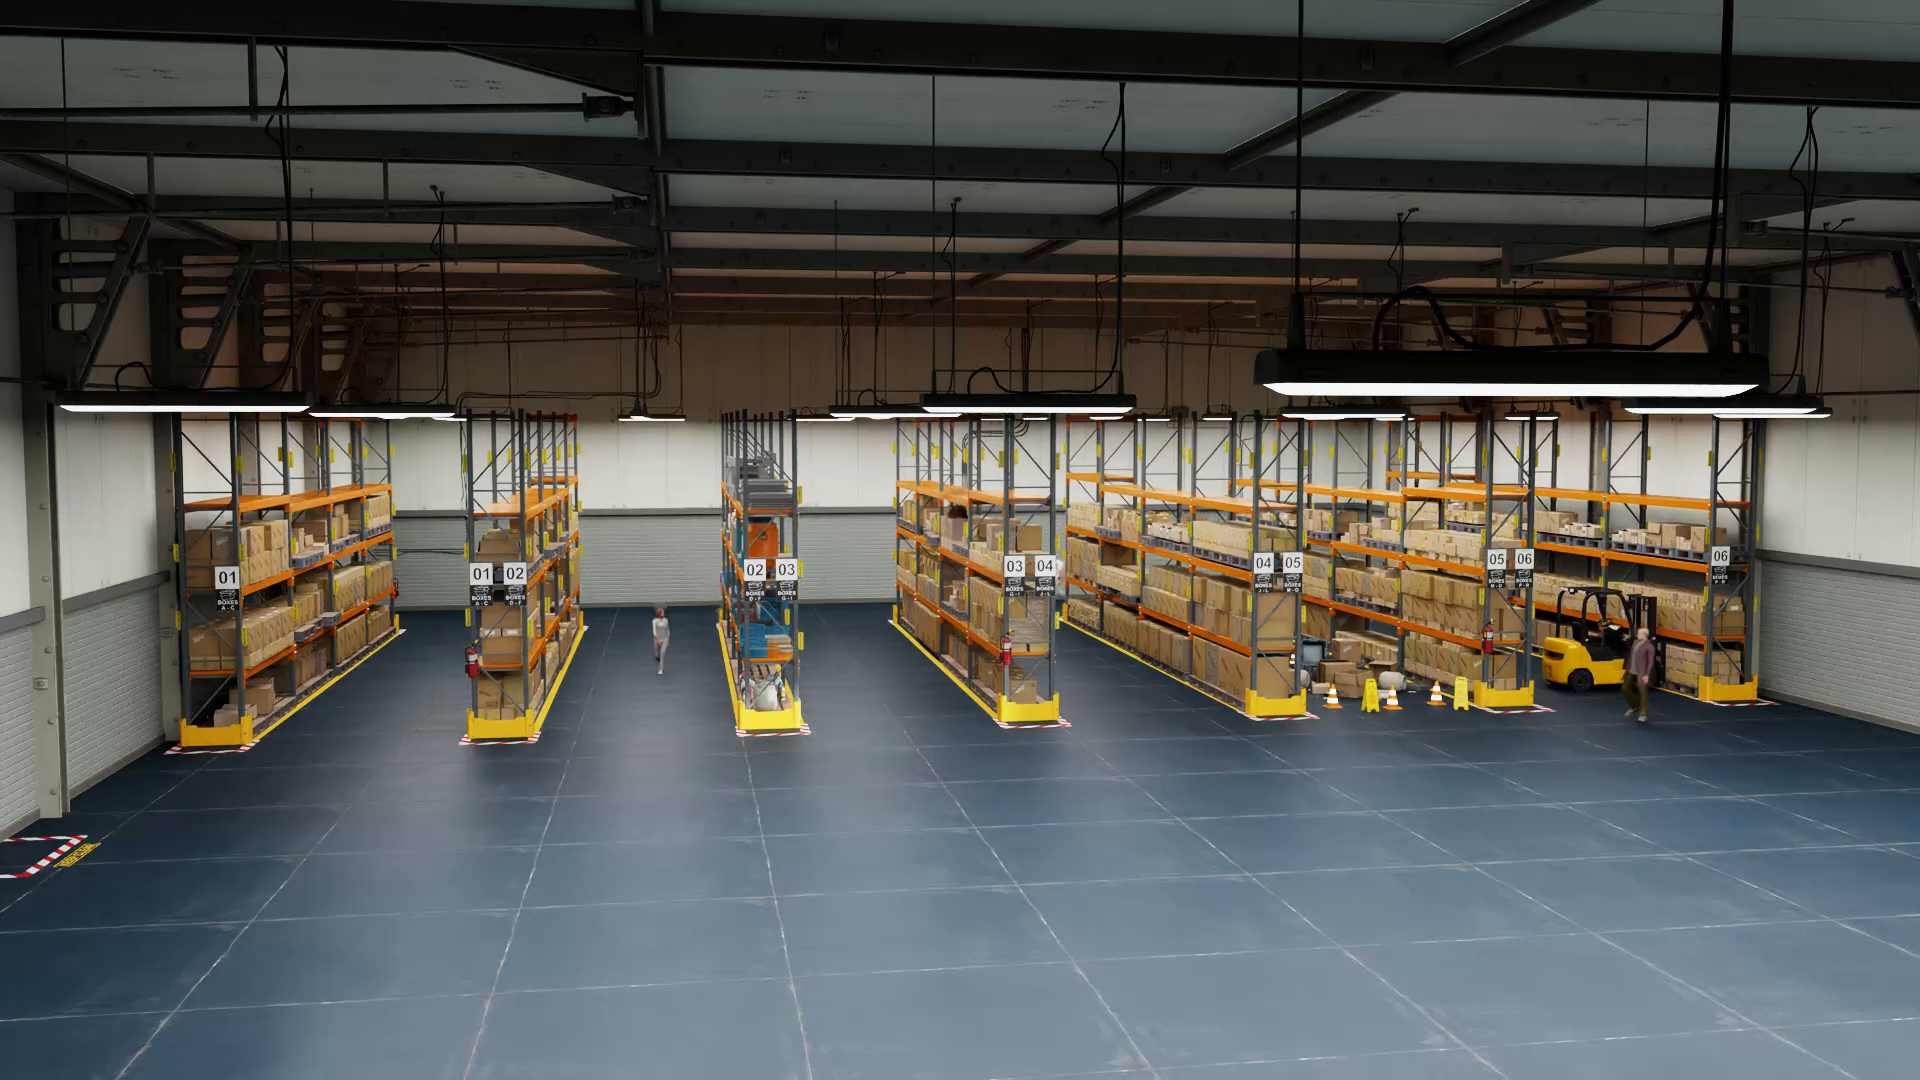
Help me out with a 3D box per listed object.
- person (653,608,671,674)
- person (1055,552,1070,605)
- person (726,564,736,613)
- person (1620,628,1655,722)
[{"bbox_3d":[-6.874,2.309,38.241,0.390,1.492,0.906,0,4,0],"label":"person"},{"bbox_3d":[2.978,1.213,52.041,0.871,1.732,0.583,-3,5,-39],"label":"person"},{"bbox_3d":[-6.526,1.472,48.131,0.498,1.753,0.593,-1,4,-9],"label":"person"},{"bbox_3d":[13.110,2.583,32.149,0.510,1.780,0.655,-3,5,-32],"label":"person"}]
